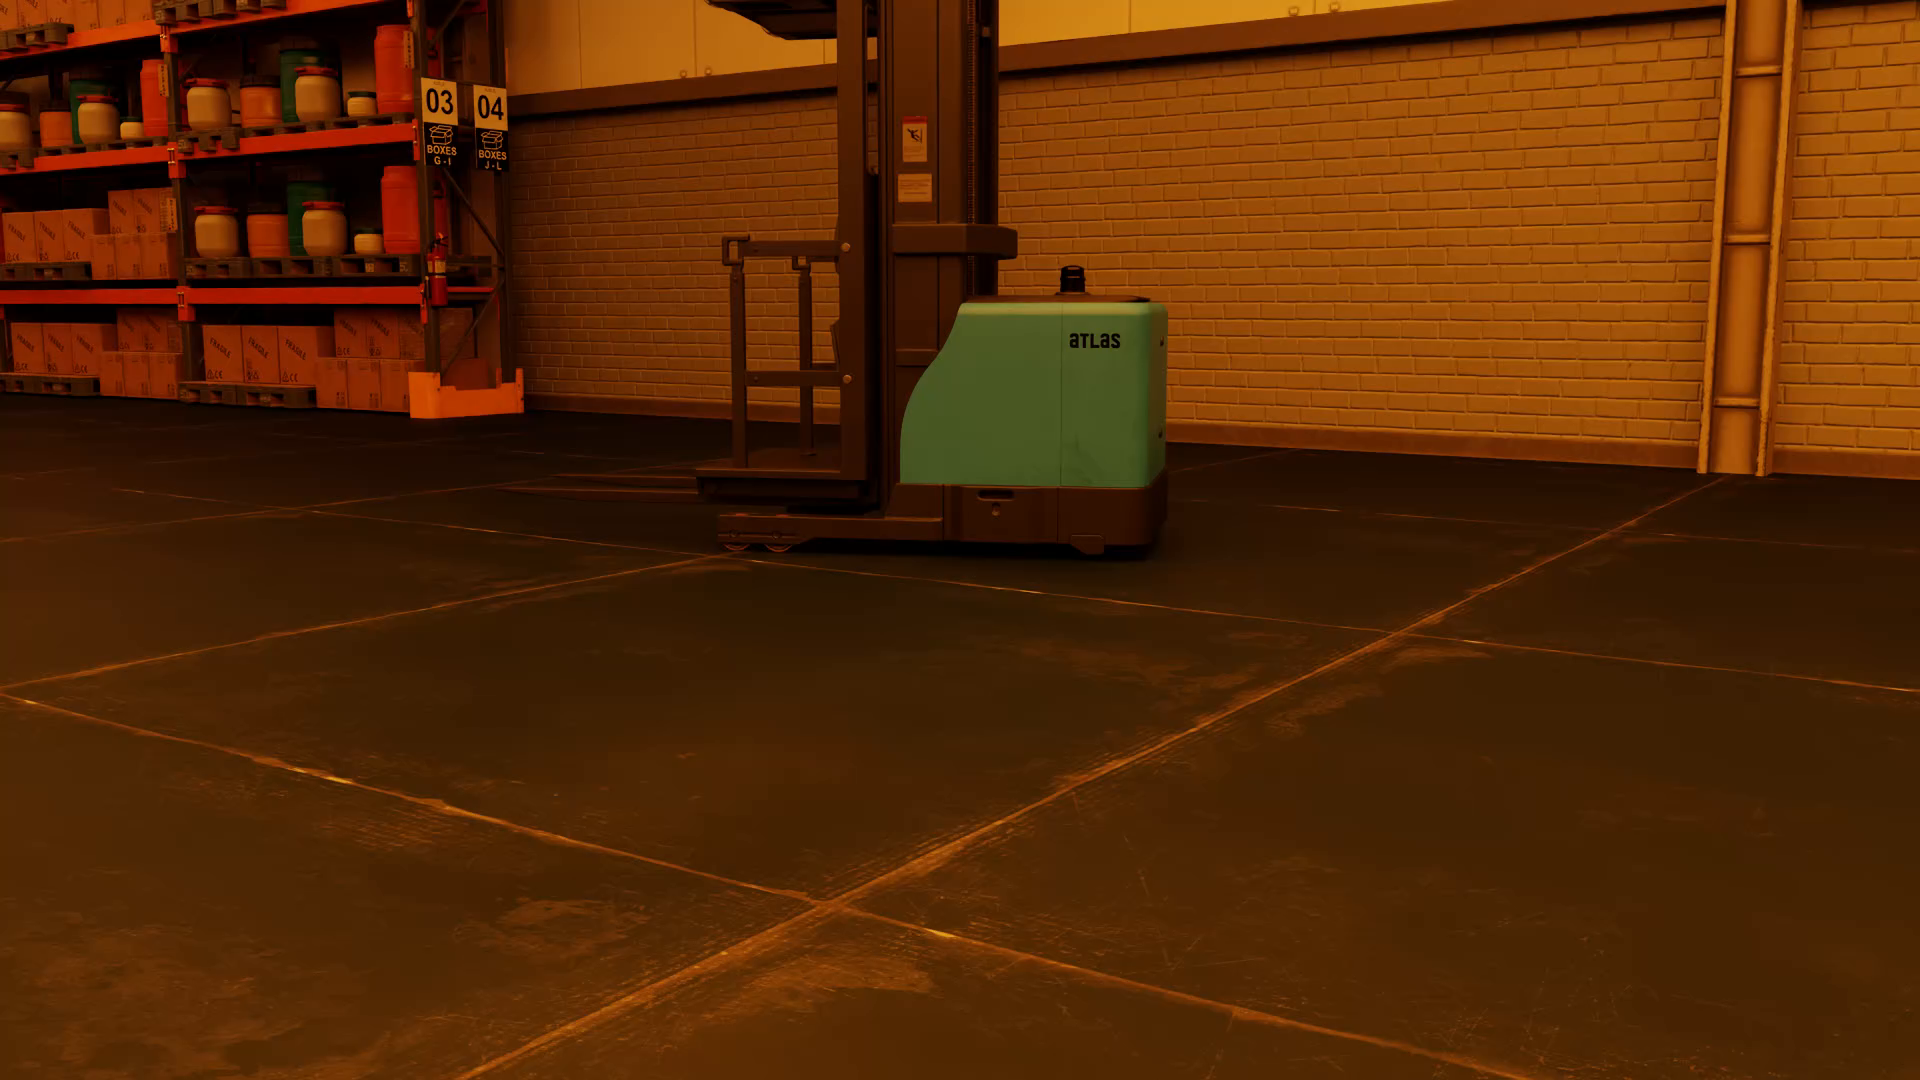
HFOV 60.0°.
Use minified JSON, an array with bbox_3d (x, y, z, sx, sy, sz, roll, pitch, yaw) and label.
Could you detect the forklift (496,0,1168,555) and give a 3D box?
[{"bbox_3d":[-0.596,-1.469,7.520,3.031,2.935,1.130,2,8,12],"label":"forklift"}]
